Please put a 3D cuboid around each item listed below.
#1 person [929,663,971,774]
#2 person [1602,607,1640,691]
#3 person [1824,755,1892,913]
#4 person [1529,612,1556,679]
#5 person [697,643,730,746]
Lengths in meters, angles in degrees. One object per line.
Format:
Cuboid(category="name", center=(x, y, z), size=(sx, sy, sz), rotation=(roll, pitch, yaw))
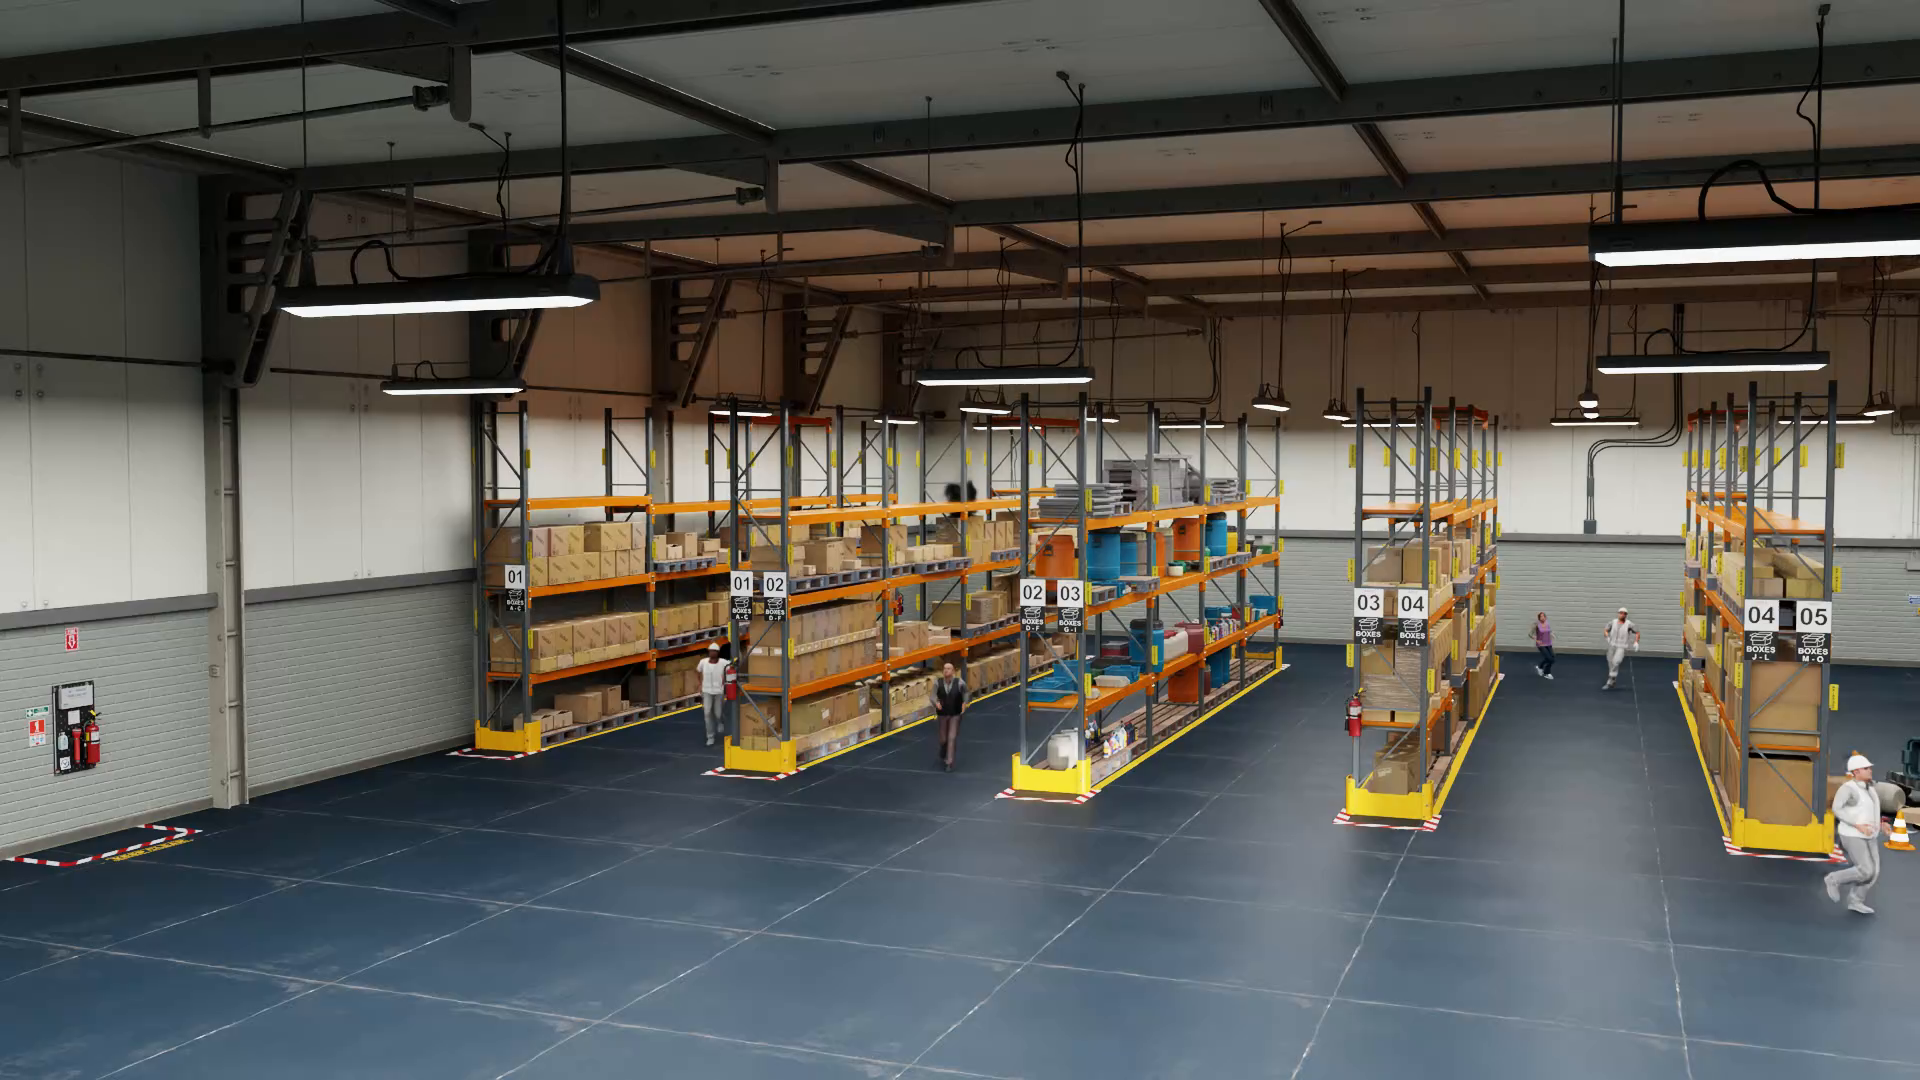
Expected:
Cuboid(category="person", center=(-0.159, 2.846, 26.886), size=(0.670, 1.726, 0.897), rotation=(0, 3, 7))
Cuboid(category="person", center=(14.255, 2.342, 35.974), size=(0.733, 1.779, 0.863), rotation=(3, 4, 43))
Cuboid(category="person", center=(9.919, 3.240, 18.384), size=(0.646, 1.727, 0.580), rotation=(-2, 3, -31))
Cuboid(category="person", center=(13.292, 2.402, 37.850), size=(0.540, 1.533, 0.507), rotation=(-1, 3, -19))
Cuboid(category="person", center=(-4.340, 2.700, 29.376), size=(0.699, 1.769, 0.927), rotation=(0, 3, 2))
